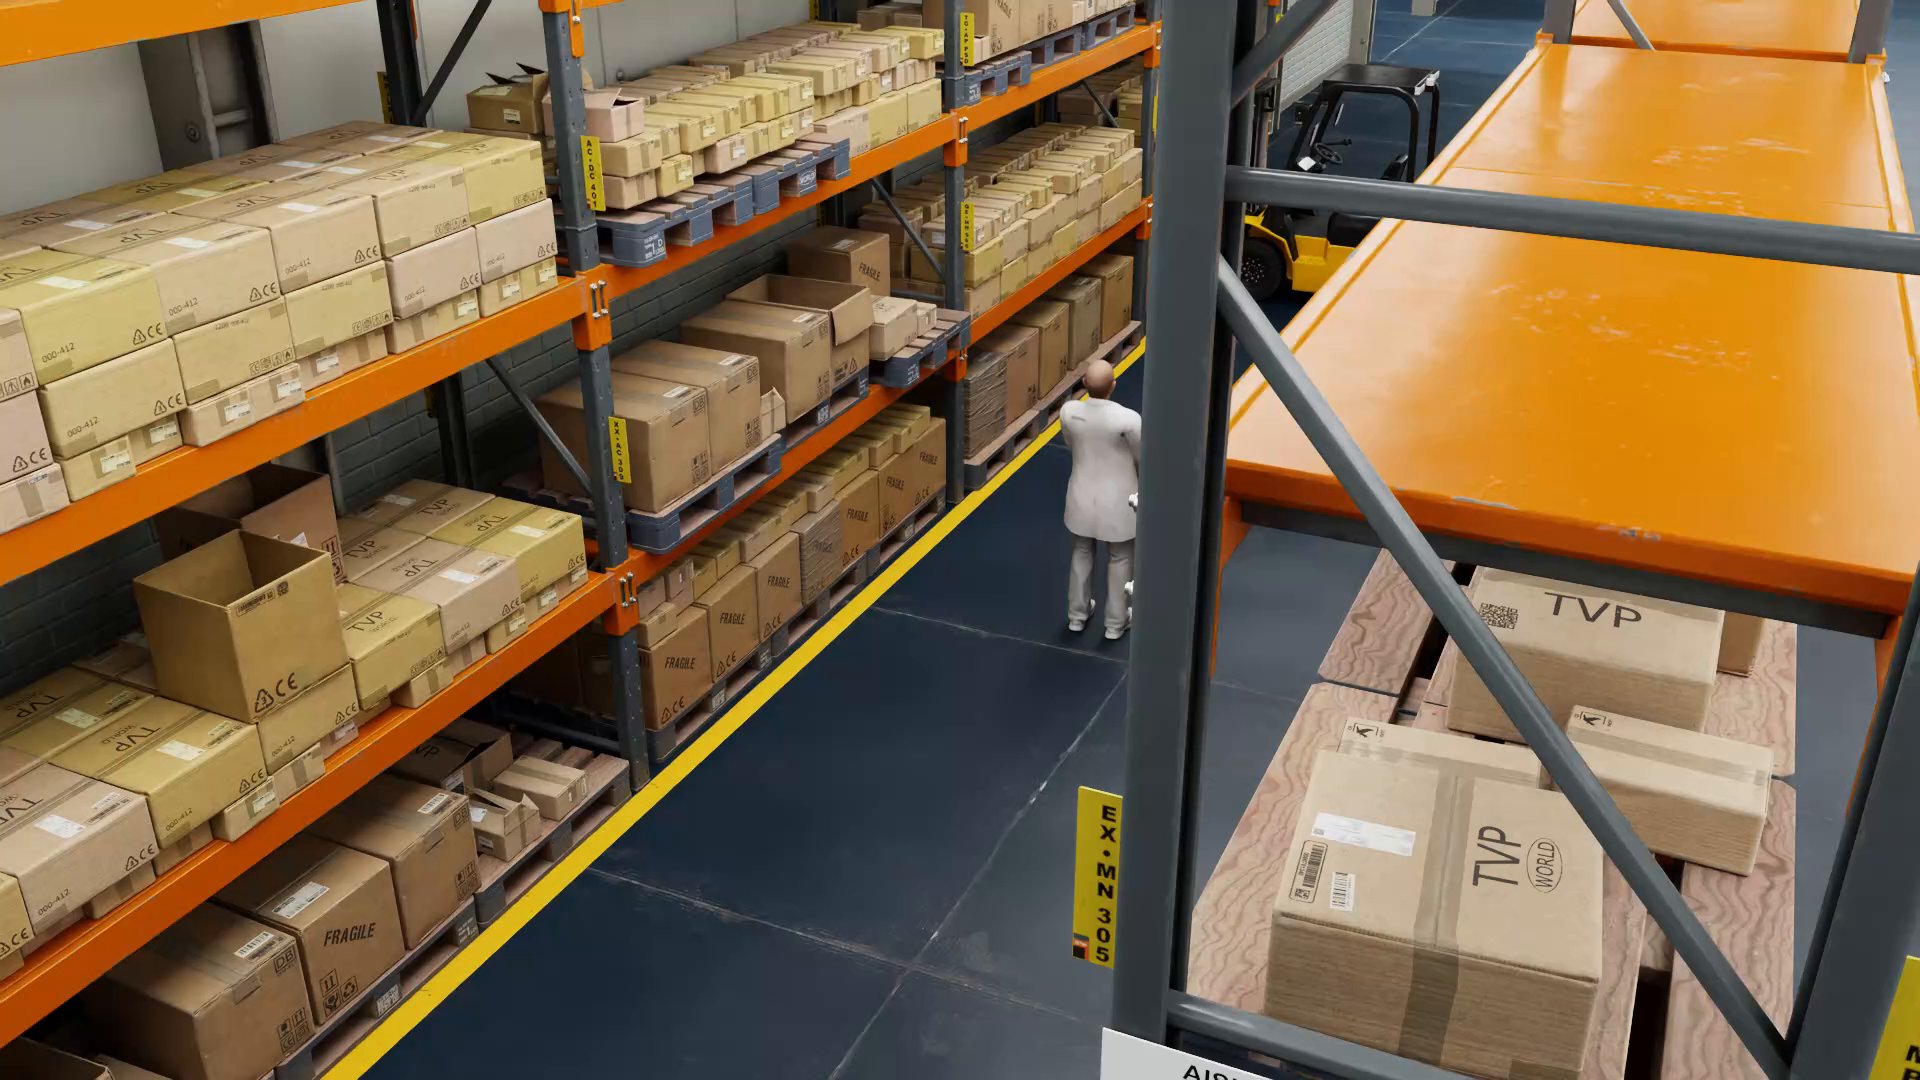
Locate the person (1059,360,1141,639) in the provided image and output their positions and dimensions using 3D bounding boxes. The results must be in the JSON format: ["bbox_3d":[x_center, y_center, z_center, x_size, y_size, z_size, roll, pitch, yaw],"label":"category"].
[{"bbox_3d":[0.896,-0.297,10.077,0.531,1.769,0.555,11,28,22],"label":"person"}]
